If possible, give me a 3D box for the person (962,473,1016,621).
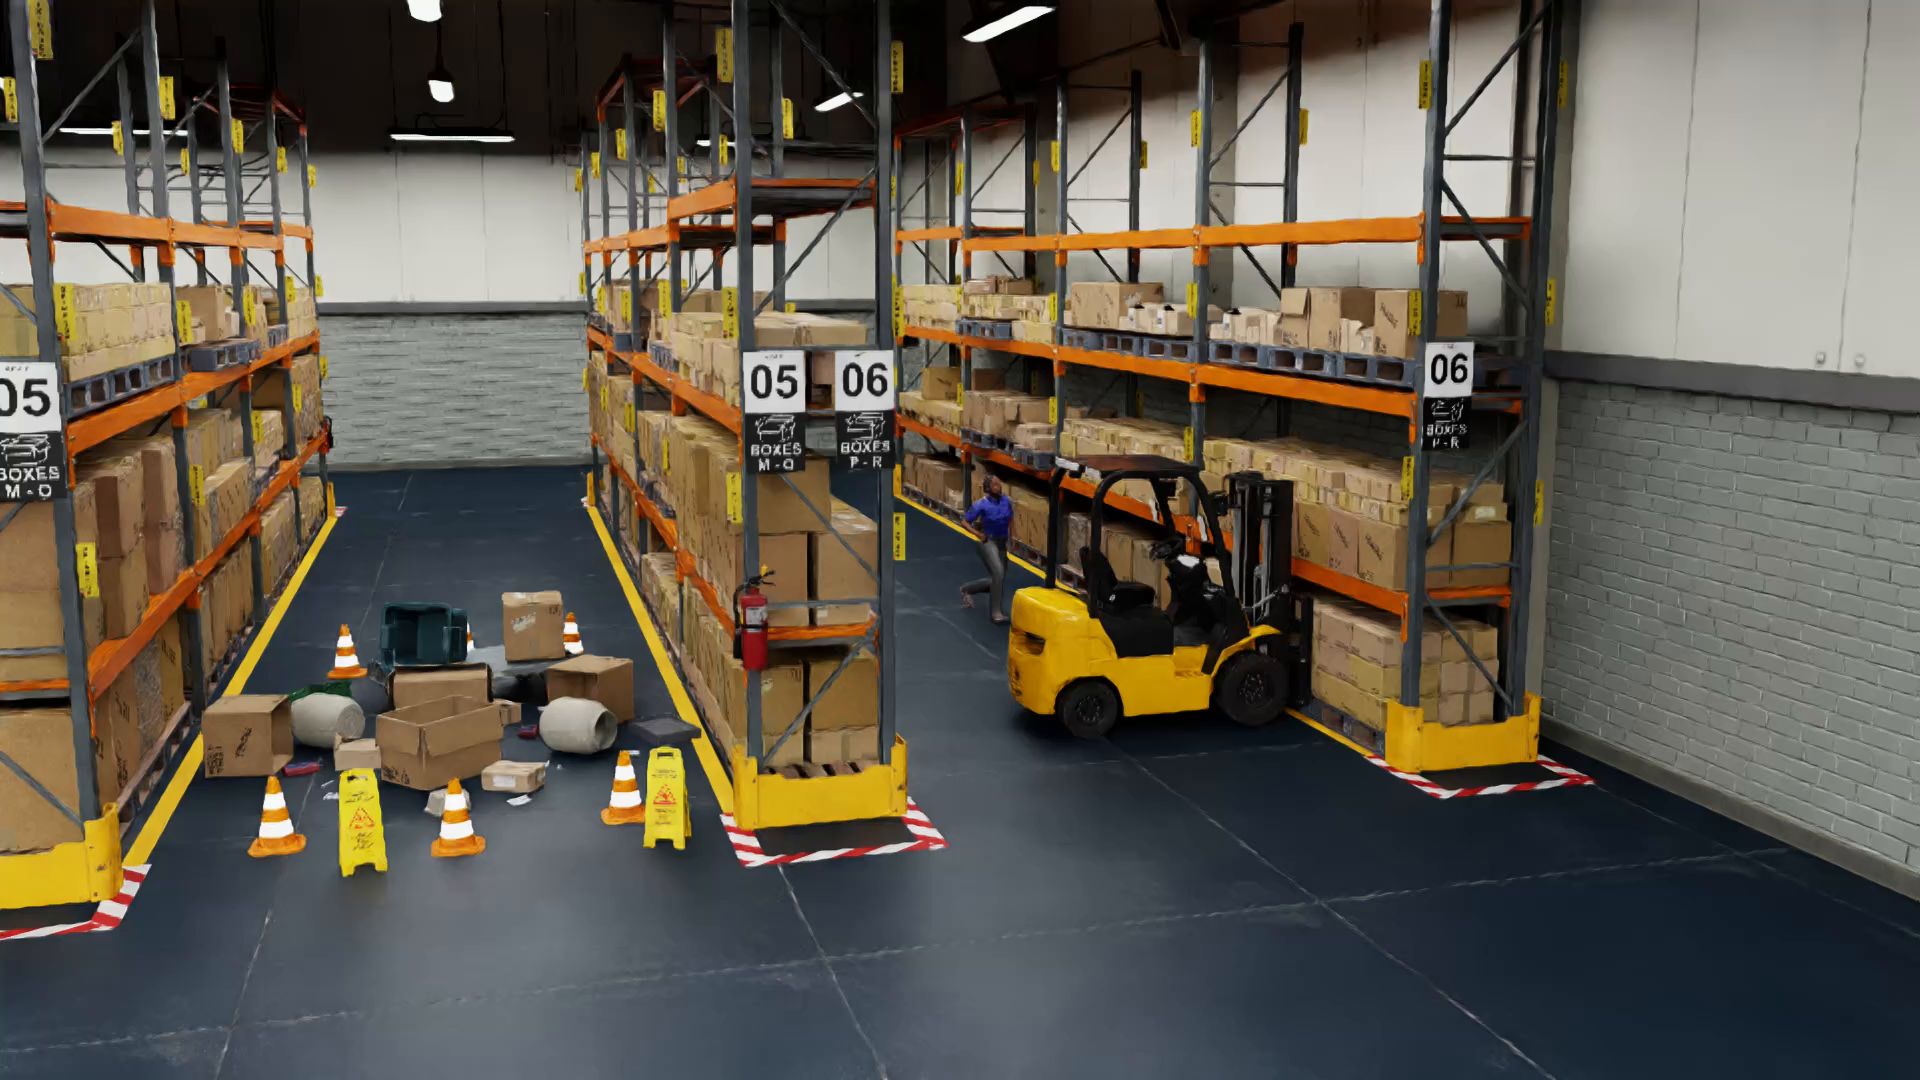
[{"bbox_3d":[0.362,0.043,17.953,0.870,1.535,0.625,8,13,41],"label":"person"}]
